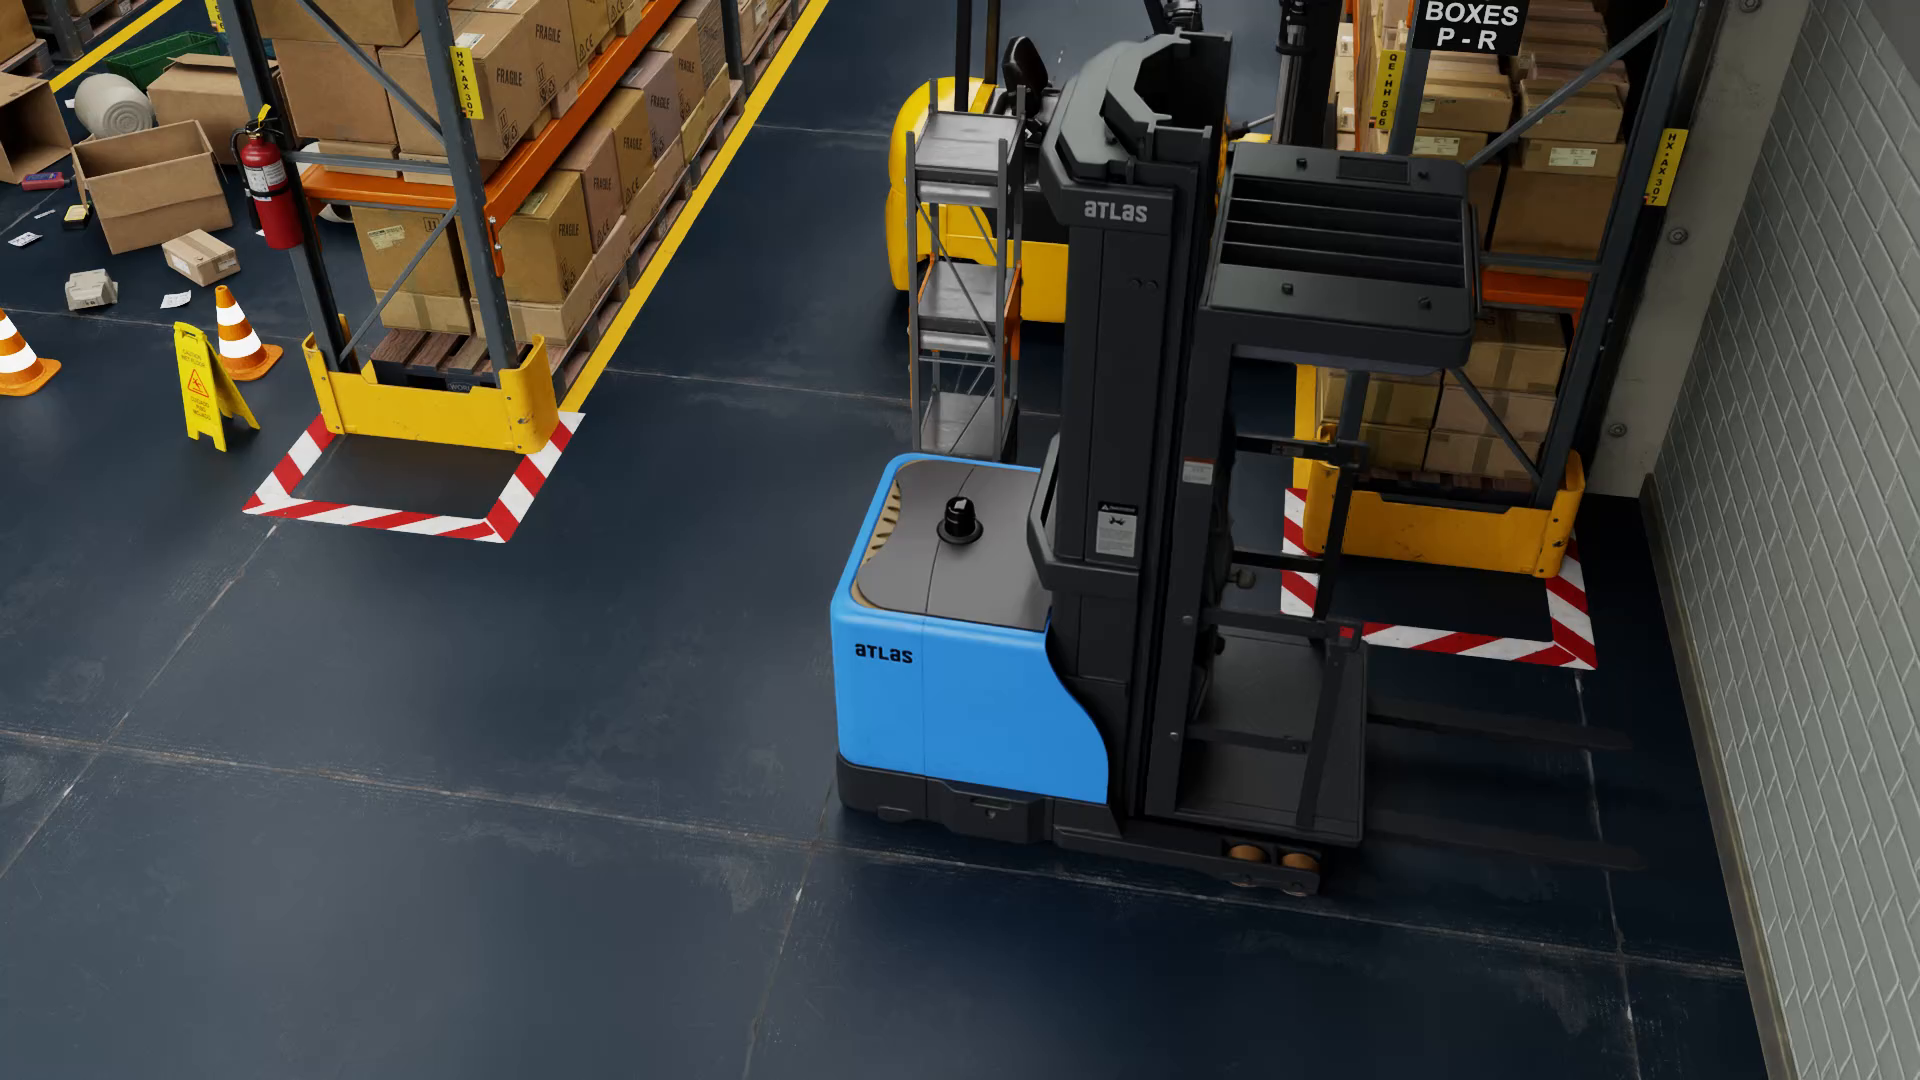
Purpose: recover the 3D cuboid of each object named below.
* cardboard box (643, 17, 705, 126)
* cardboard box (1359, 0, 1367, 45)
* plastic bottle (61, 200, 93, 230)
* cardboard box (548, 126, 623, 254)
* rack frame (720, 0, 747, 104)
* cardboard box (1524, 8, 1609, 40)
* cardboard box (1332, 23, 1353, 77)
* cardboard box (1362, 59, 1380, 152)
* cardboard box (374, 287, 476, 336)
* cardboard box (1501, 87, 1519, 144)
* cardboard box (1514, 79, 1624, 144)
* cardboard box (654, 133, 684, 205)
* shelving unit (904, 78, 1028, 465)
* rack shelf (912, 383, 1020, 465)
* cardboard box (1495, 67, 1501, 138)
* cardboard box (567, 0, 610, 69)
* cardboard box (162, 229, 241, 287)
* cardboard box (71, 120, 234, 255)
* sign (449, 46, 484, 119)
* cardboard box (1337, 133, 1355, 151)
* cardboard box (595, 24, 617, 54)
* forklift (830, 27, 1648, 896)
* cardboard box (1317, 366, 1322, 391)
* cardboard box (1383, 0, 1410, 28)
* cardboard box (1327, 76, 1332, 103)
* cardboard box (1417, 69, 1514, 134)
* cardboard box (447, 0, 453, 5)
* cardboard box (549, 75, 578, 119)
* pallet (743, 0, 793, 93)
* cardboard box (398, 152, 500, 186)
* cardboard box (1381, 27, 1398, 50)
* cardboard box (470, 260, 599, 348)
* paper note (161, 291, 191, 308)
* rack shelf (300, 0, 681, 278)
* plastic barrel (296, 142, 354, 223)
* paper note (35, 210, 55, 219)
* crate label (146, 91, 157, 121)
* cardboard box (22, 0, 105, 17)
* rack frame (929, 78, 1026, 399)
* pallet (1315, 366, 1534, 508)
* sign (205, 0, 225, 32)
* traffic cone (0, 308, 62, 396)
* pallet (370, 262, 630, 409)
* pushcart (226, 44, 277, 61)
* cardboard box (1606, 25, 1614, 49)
[{"bbox_3d":[-1.908,-2.888,10.225,0.500,0.500,0.500,7,40,8],"label":"cardboard box"},{"bbox_3d":[2.411,-2.814,8.818,0.500,0.500,0.500,6,40,7],"label":"cardboard box"},{"bbox_3d":[-5.418,-2.002,10.221,0.133,0.061,0.283,-6,40,-8],"label":"plastic bottle"},{"bbox_3d":[-2.174,-1.917,9.051,0.500,0.500,0.500,5,40,6],"label":"cardboard box"},{"bbox_3d":[-1.984,-4.217,10.593,1.000,3.000,0.127,6,40,8],"label":"rack frame"},{"bbox_3d":[2.650,-2.233,7.373,0.380,0.149,0.250,7,40,8],"label":"cardboard box"},{"bbox_3d":[2.513,-2.891,10.033,0.500,0.250,0.500,6,40,7],"label":"cardboard box"},{"bbox_3d":[2.139,-1.863,7.667,0.500,0.500,0.500,8,40,9],"label":"cardboard box"},{"bbox_3d":[-2.797,-1.361,8.967,0.500,0.250,0.500,6,40,7],"label":"cardboard box"},{"bbox_3d":[2.508,-1.796,7.078,0.380,0.149,0.250,6,40,8],"label":"cardboard box"},{"bbox_3d":[2.482,-1.752,6.791,0.380,0.149,0.250,6,40,7],"label":"cardboard box"},{"bbox_3d":[-1.996,-2.265,10.060,0.500,0.250,0.500,7,40,8],"label":"cardboard box"},{"bbox_3d":[0.029,-0.913,7.303,0.431,2.100,0.503,6,40,8],"label":"shelving unit"},{"bbox_3d":[0.029,-0.363,7.758,0.431,0.518,0.480,6,40,8],"label":"rack shelf"},{"bbox_3d":[2.641,-1.810,7.603,0.500,0.500,0.500,8,40,9],"label":"cardboard box"},{"bbox_3d":[-2.147,-2.772,8.533,0.500,0.500,0.500,6,40,7],"label":"cardboard box"},{"bbox_3d":[-4.439,-1.653,9.729,0.380,0.149,0.250,28,47,30],"label":"cardboard box"},{"bbox_3d":[-4.865,-2.126,10.023,0.797,0.503,0.637,-20,44,-23],"label":"cardboard box"},{"bbox_3d":[-2.142,-1.981,7.209,0.100,0.325,0.005,6,40,8],"label":"sign"},{"bbox_3d":[2.241,-1.929,8.869,0.500,0.250,0.500,6,40,7],"label":"cardboard box"},{"bbox_3d":[-2.096,-2.773,9.044,0.380,0.149,0.250,5,40,6],"label":"cardboard box"},{"bbox_3d":[1.092,-0.168,5.750,3.031,2.935,1.130,8,40,9],"label":"forklift"},{"bbox_3d":[2.079,-0.905,8.415,0.500,0.250,0.500,6,40,8],"label":"cardboard box"},{"bbox_3d":[2.151,-2.462,7.650,0.380,0.149,0.250,7,40,9],"label":"cardboard box"},{"bbox_3d":[2.518,-2.697,10.191,0.500,0.250,0.500,6,40,7],"label":"cardboard box"},{"bbox_3d":[2.068,-1.813,6.865,0.380,0.149,0.250,6,40,8],"label":"cardboard box"},{"bbox_3d":[-2.708,-2.907,7.912,0.700,0.500,0.500,7,40,8],"label":"cardboard box"},{"bbox_3d":[-2.169,-2.272,8.438,0.380,0.149,0.250,7,40,8],"label":"cardboard box"},{"bbox_3d":[-1.850,-3.631,12.073,1.003,0.211,1.213,6,40,8],"label":"pallet"},{"bbox_3d":[-2.413,-1.800,7.867,0.380,0.149,0.250,7,40,8],"label":"cardboard box"},{"bbox_3d":[2.172,-2.346,7.742,0.380,0.149,0.250,5,40,6],"label":"cardboard box"},{"bbox_3d":[-2.264,-1.285,8.875,0.500,0.250,0.500,6,40,7],"label":"cardboard box"},{"bbox_3d":[-4.473,-1.375,9.486,0.148,0.019,0.142,-6,40,-8],"label":"paper note"},{"bbox_3d":[-2.330,-2.685,9.304,1.077,0.370,4.000,6,40,8],"label":"rack shelf"},{"bbox_3d":[-3.810,-2.177,10.148,0.421,0.421,0.512,-28,47,-30],"label":"plastic barrel"},{"bbox_3d":[-5.655,-2.014,10.275,0.032,0.001,0.123,28,47,30],"label":"paper note"},{"bbox_3d":[-5.414,-3.000,11.368,0.298,0.136,0.250,-20,44,-23],"label":"crate label"},{"bbox_3d":[-6.858,-4.394,12.243,1.050,0.750,0.750,6,40,7],"label":"cardboard box"},{"bbox_3d":[0.071,-1.066,7.489,0.400,2.100,0.015,6,40,8],"label":"rack frame"},{"bbox_3d":[2.305,-0.572,8.372,1.003,0.211,1.213,6,40,8],"label":"pallet"},{"bbox_3d":[-3.219,-2.348,7.177,0.100,0.325,0.005,6,40,8],"label":"sign"},{"bbox_3d":[-5.024,-1.050,8.754,0.336,0.463,0.334,6,40,8],"label":"traffic cone"},{"bbox_3d":[-2.487,-1.186,9.115,1.003,0.211,1.213,6,40,8],"label":"pallet"},{"bbox_3d":[-4.238,-3.426,11.695,1.648,0.377,0.936,-6,40,-8],"label":"pushcart"},{"bbox_3d":[2.777,-2.265,7.644,0.380,0.149,0.250,7,40,8],"label":"cardboard box"}]
